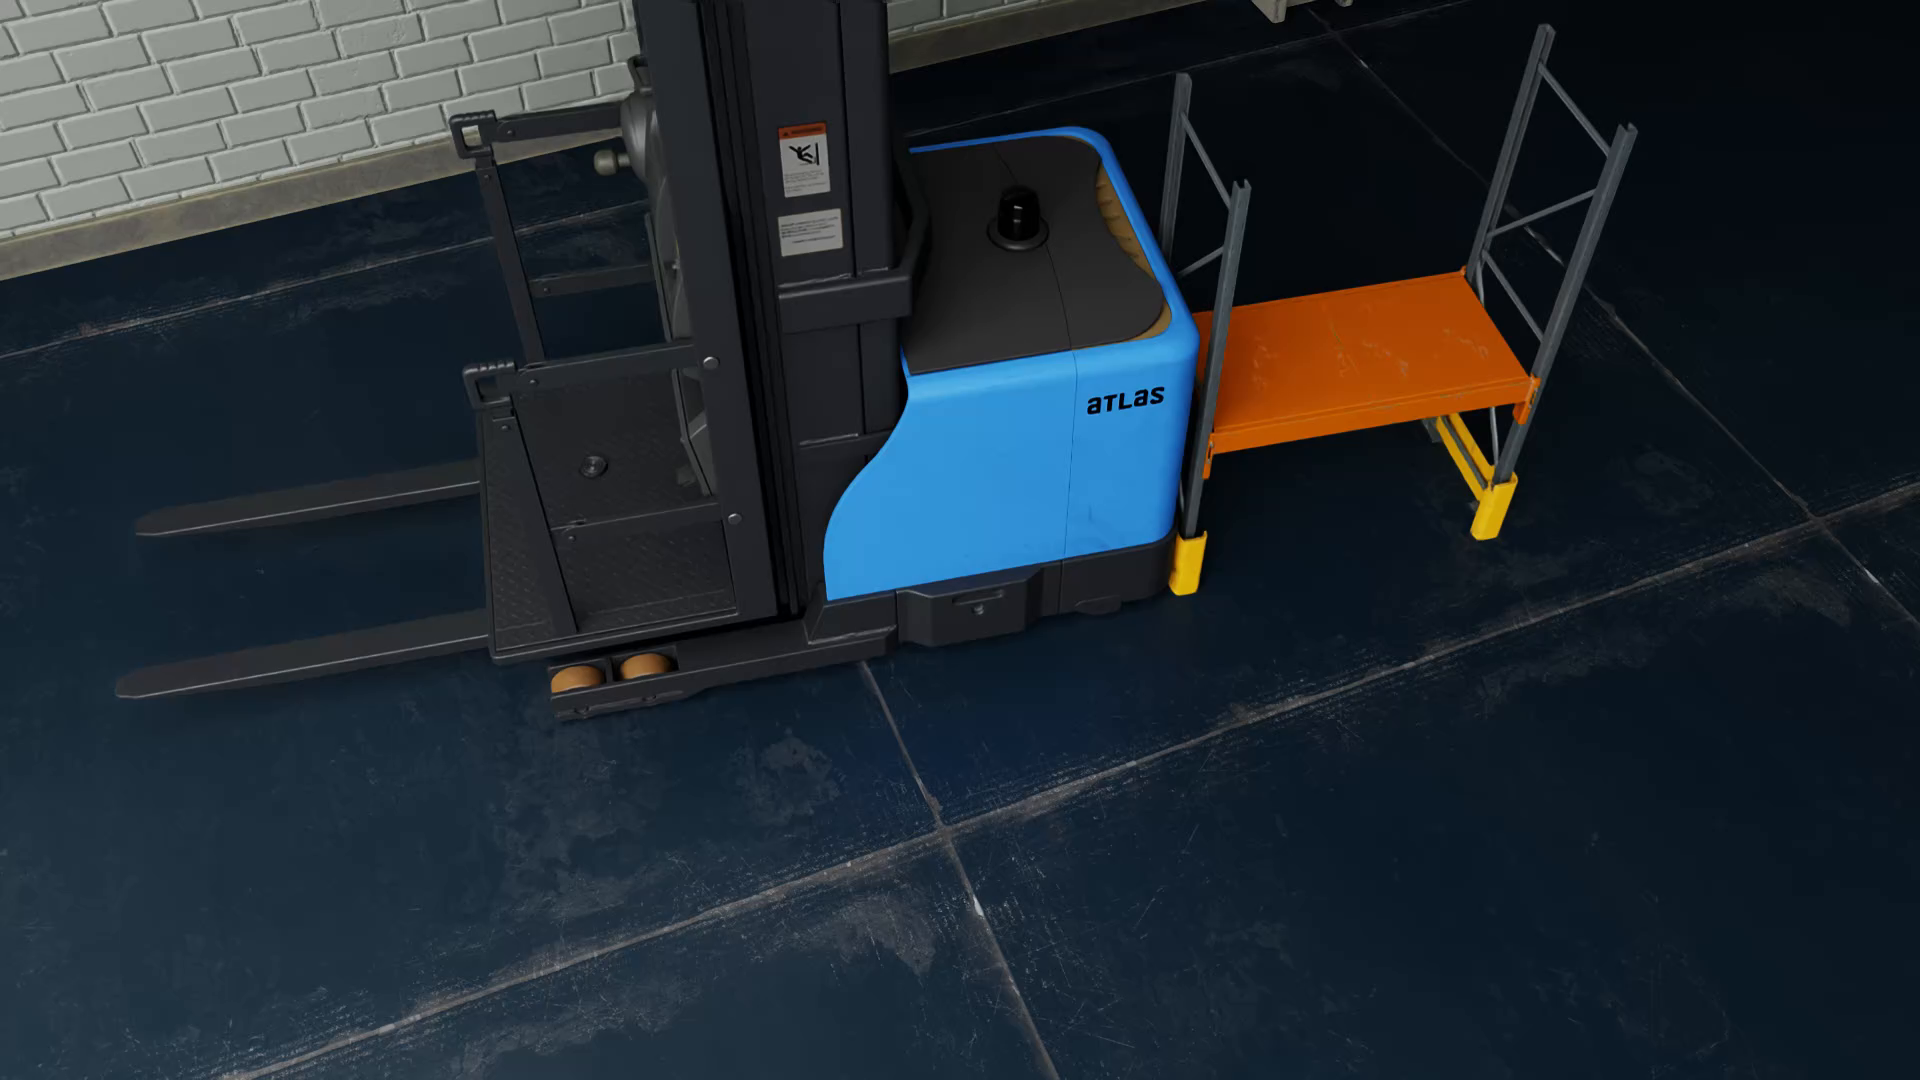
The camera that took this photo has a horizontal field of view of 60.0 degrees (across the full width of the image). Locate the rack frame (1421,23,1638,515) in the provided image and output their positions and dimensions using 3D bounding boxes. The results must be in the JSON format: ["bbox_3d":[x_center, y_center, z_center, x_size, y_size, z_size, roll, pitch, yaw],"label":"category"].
[{"bbox_3d":[1.622,-0.711,4.872,0.032,1.500,0.500,-10,50,-8],"label":"rack frame"}]

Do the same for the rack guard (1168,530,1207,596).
[{"bbox_3d":[0.632,-0.131,5.198,0.087,0.250,0.587,-10,50,-8],"label":"rack guard"}]

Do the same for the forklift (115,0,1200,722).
[{"bbox_3d":[-0.930,-0.881,4.075,3.031,2.935,1.130,-10,50,-8],"label":"forklift"}]

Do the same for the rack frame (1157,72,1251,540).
[{"bbox_3d":[0.631,-0.538,4.724,0.032,1.500,0.500,-10,50,-8],"label":"rack frame"}]

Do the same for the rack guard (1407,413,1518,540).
[{"bbox_3d":[1.603,-0.301,5.344,0.087,0.250,0.587,-10,50,-8],"label":"rack guard"}]

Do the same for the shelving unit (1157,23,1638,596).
[{"bbox_3d":[1.117,-0.623,4.797,1.083,1.500,0.587,-10,50,-8],"label":"shelving unit"}]

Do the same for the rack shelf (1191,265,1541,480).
[{"bbox_3d":[1.126,-0.508,4.935,1.000,0.185,0.538,-10,50,-8],"label":"rack shelf"}]
